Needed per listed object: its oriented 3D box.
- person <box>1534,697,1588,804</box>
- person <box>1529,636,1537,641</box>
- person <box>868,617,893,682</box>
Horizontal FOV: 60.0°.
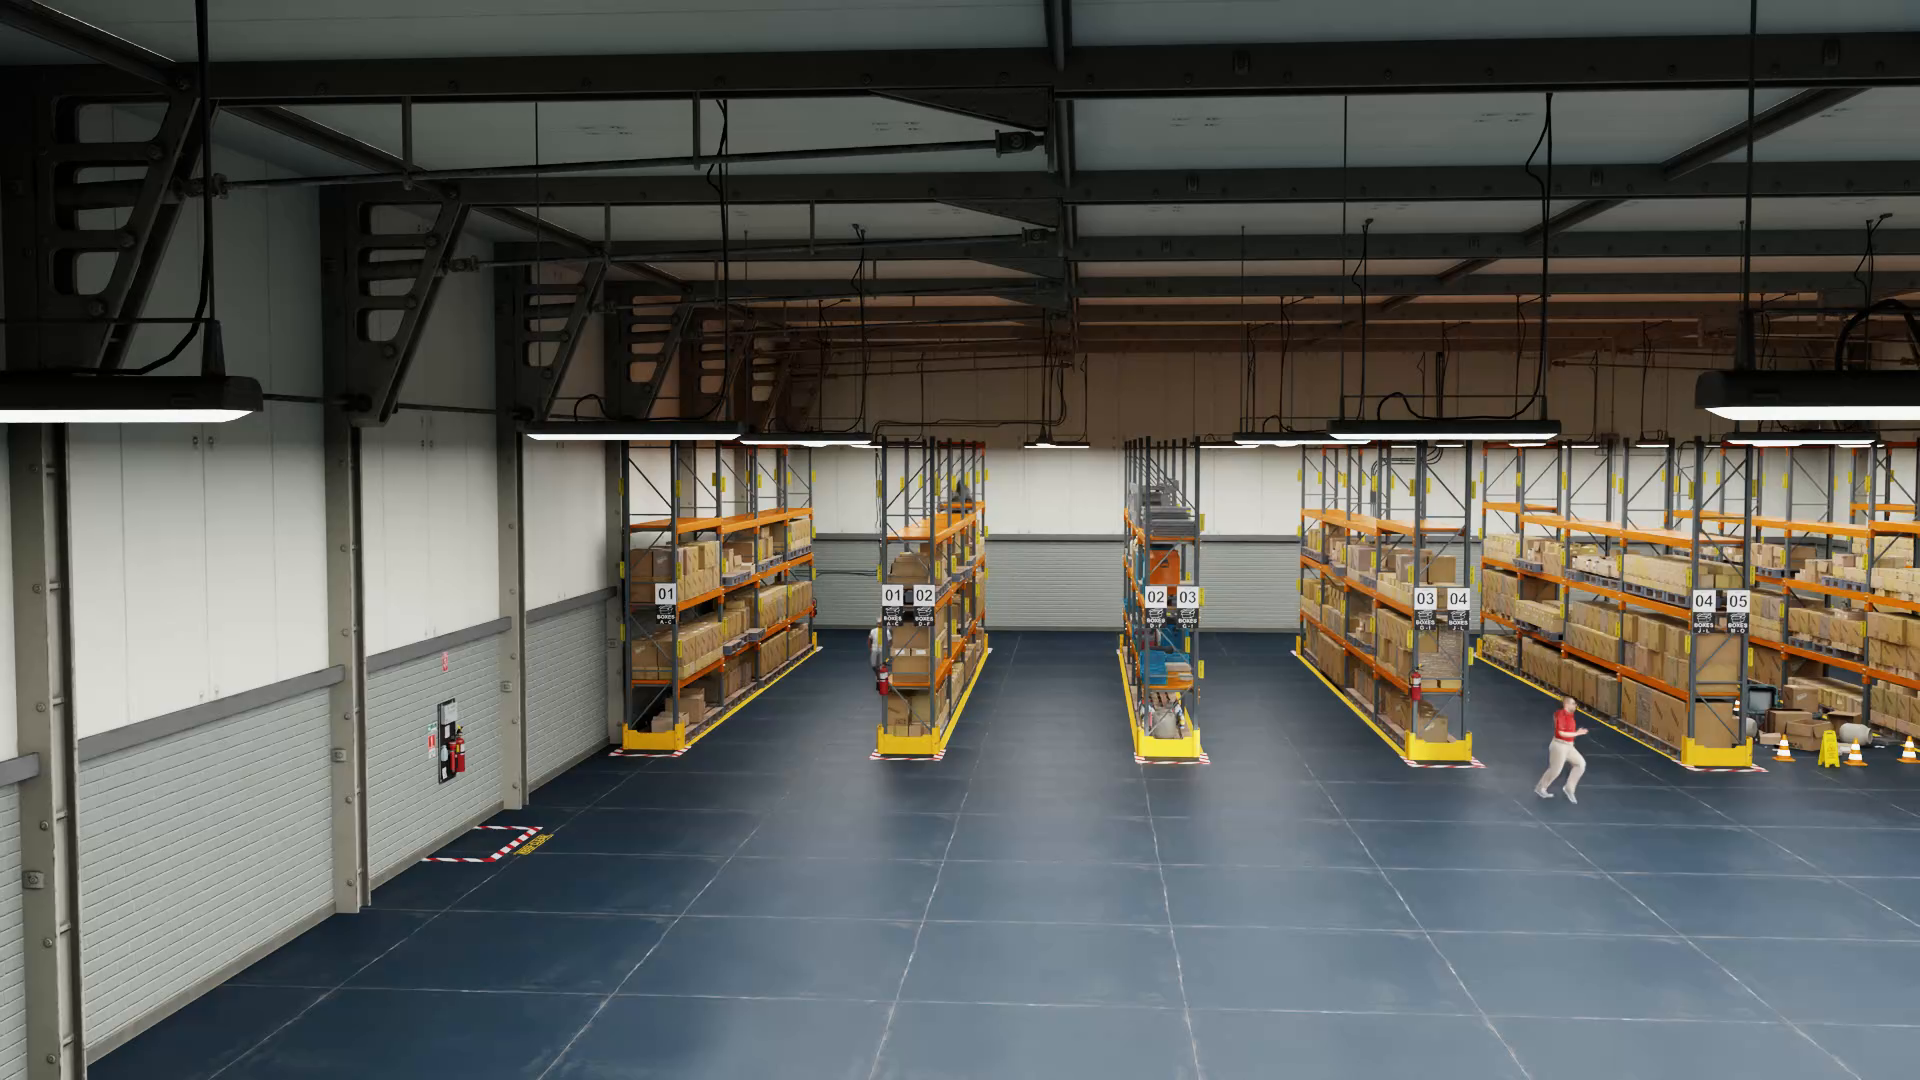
[{"bbox_3d":[9.814,3.424,27.109,0.856,1.758,0.689,2,4,36],"label":"person"},{"bbox_3d":[16.169,2.389,47.042,0.594,1.604,0.913,-1,3,-21],"label":"person"},{"bbox_3d":[-1.973,2.718,40.591,0.636,1.662,0.500,1,3,10],"label":"person"}]
